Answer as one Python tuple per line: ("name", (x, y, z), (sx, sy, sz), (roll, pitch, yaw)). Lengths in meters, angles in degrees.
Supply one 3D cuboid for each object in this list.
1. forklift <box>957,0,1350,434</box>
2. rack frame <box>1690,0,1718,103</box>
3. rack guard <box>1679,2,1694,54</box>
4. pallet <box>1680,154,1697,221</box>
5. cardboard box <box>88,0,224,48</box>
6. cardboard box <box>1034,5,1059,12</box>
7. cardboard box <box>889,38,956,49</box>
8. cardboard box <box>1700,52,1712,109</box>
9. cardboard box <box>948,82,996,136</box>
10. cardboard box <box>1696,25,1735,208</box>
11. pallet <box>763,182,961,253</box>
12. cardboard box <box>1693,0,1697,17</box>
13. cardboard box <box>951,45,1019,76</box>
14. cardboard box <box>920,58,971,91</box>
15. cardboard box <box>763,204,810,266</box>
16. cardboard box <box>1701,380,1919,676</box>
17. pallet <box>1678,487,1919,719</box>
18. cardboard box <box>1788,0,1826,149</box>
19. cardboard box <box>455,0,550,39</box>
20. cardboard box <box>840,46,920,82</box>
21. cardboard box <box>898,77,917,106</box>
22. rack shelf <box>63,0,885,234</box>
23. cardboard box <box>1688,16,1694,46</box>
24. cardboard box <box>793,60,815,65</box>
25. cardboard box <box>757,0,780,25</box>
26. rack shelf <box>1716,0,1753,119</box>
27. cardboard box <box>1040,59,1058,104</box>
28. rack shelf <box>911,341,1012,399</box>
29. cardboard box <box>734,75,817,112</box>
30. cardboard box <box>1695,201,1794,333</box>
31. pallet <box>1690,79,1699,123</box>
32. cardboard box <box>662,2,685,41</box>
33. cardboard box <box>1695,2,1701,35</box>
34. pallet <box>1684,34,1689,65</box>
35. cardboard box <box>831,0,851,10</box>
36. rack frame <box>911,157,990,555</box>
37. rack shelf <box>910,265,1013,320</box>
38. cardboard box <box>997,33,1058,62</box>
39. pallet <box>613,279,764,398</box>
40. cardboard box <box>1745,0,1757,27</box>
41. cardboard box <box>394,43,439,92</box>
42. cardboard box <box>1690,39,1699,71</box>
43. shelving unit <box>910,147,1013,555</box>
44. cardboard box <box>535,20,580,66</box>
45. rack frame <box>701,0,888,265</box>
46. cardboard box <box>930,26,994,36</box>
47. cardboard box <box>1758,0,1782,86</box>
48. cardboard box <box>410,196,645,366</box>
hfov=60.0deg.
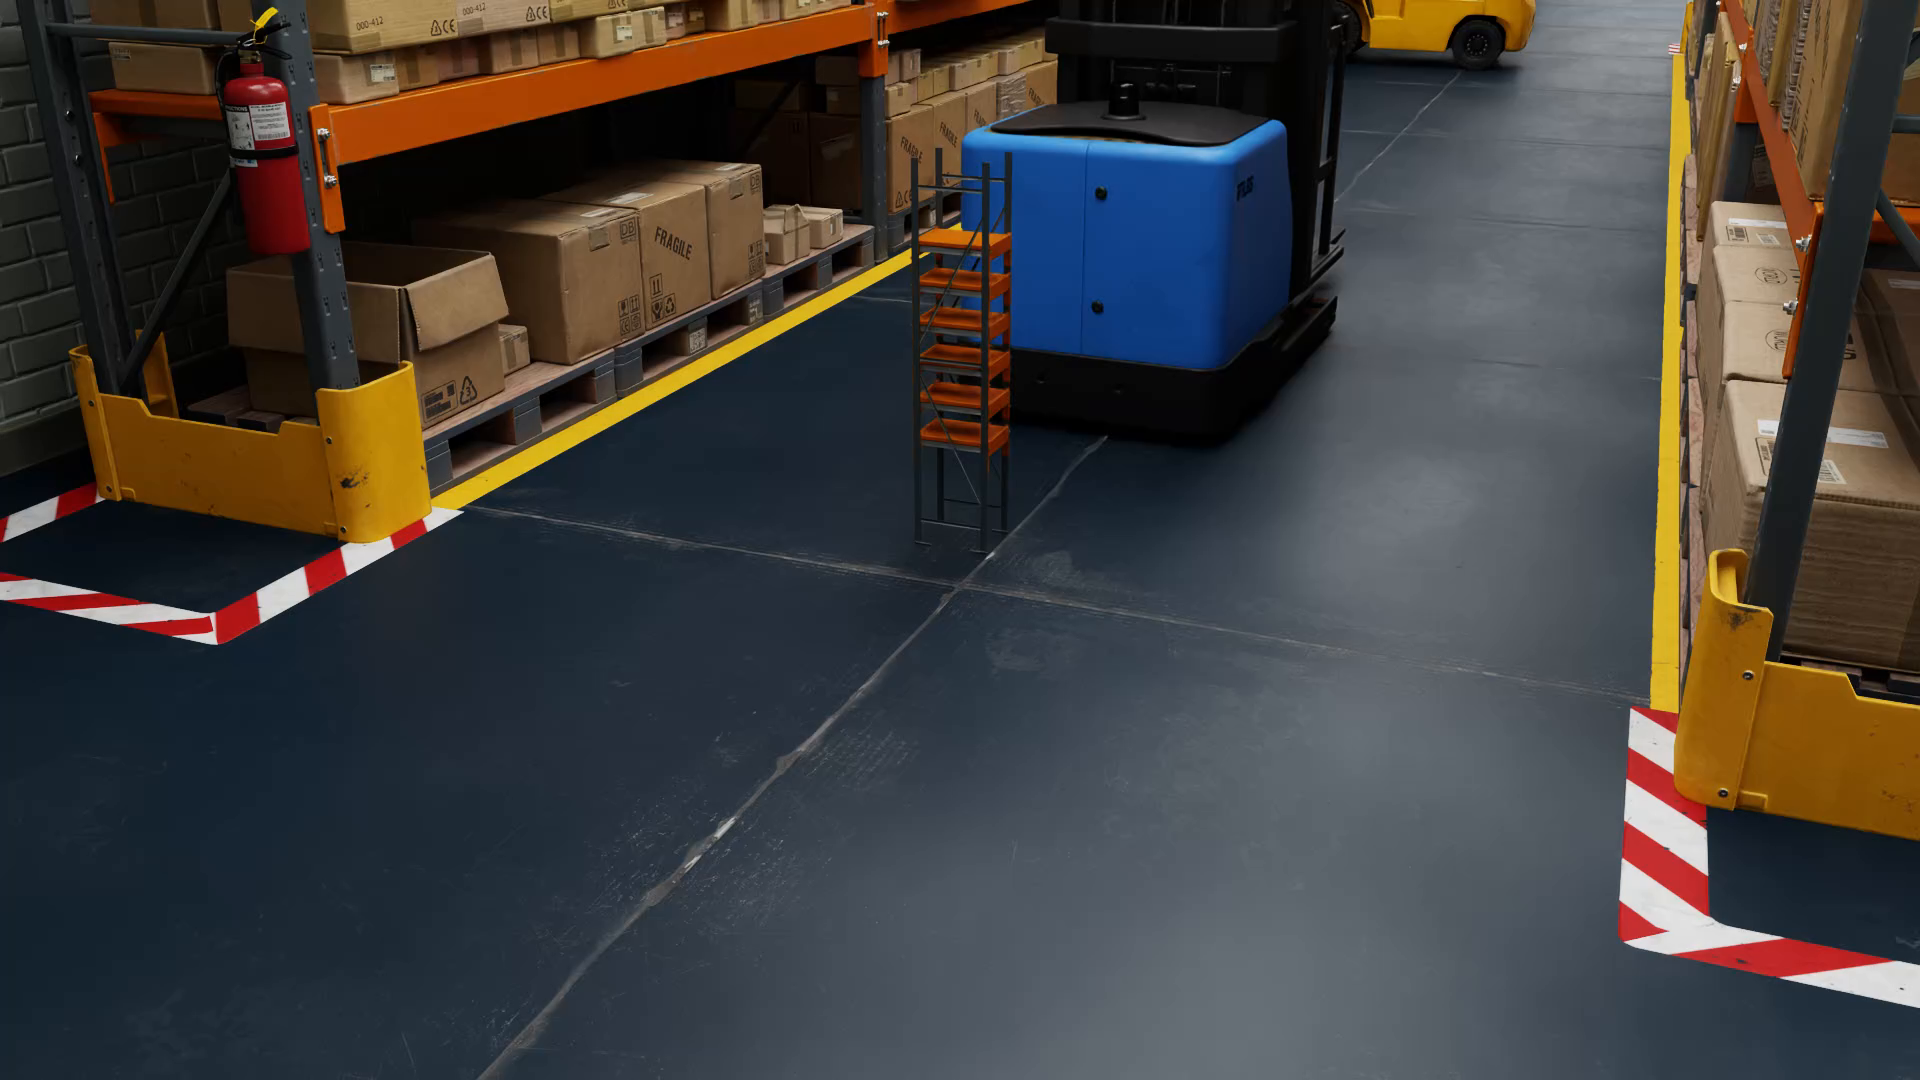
("forklift", (1.047, -2.267, 6.875), (1.130, 2.935, 3.031), (10, 25, 22))
("rack frame", (6.715, -5.068, 13.491), (1.000, 3.000, 0.127), (9, 24, 20))
("rack guard", (8.172, -5.319, 17.334), (1.175, 0.500, 0.348), (9, 24, 20))
("pallet", (4.866, -2.078, 9.952), (1.003, 0.211, 1.213), (9, 24, 20))
("cardboard box", (-2.428, -1.754, 5.365), (0.500, 0.250, 0.500), (10, 24, 22))
("cardboard box", (1.099, -3.900, 13.231), (0.875, 0.625, 0.625), (10, 25, 22))
("cardboard box", (-0.245, -3.167, 10.798), (0.380, 0.149, 0.250), (8, 24, 19))
("cardboard box", (6.002, -3.354, 12.253), (0.950, 0.372, 0.625), (10, 25, 22))
("cardboard box", (-0.100, -2.465, 9.959), (0.500, 0.500, 0.500), (8, 24, 18))
("cardboard box", (4.560, -2.296, 9.067), (0.875, 0.875, 0.875), (9, 24, 21))
("pallet", (-0.600, -1.924, 9.582), (1.003, 0.211, 1.213), (9, 24, 20))
("cardboard box", (7.446, -5.325, 16.156), (0.500, 0.500, 0.500), (8, 24, 18))
("cardboard box", (0.152, -3.002, 10.402), (0.380, 0.149, 0.250), (8, 24, 18))
("cardboard box", (-0.154, -2.732, 9.755), (0.380, 0.149, 0.250), (9, 24, 20))
("cardboard box", (-0.934, -1.477, 7.897), (0.396, 0.266, 0.258), (10, 25, 22))
("cardboard box", (2.410, -0.036, 4.223), (0.875, 0.438, 0.875), (8, 24, 18))
("pallet", (2.482, 0.216, 4.460), (1.003, 0.211, 1.213), (9, 24, 20))
("cardboard box", (2.391, -1.208, 4.120), (0.500, 0.500, 0.500), (8, 24, 19))
("cardboard box", (-1.747, -1.855, 5.608), (0.500, 0.250, 0.500), (9, 24, 21))
("cardboard box", (-0.435, -2.581, 9.009), (0.380, 0.149, 0.250), (8, 24, 17))
("cardboard box", (-0.455, -2.454, 9.091), (0.380, 0.149, 0.250), (8, 24, 19))
("rack shelf", (-1.610, -1.867, 6.760), (1.077, 0.370, 4.000), (9, 24, 20))
("cardboard box", (7.448, -4.994, 16.336), (0.500, 0.250, 0.500), (10, 25, 22))
("cardboard box", (-0.752, -2.705, 9.692), (0.380, 0.149, 0.250), (8, 24, 17))
("cardboard box", (-1.024, -2.365, 7.347), (0.380, 0.149, 0.250), (9, 24, 21))
("rack shelf", (4.486, -2.589, 8.489), (1.077, 0.370, 4.000), (9, 24, 20))
("cardboard box", (0.466, -3.026, 11.302), (0.500, 0.500, 0.500), (8, 24, 19))
("rack shelf", (0.005, -0.518, 5.048), (0.258, 0.103, 0.180), (9, 24, 20))
("cardboard box", (-0.998, -2.427, 9.025), (0.380, 0.149, 0.250), (8, 24, 18))
("cardboard box", (3.410, -1.007, 6.549), (0.875, 0.438, 0.875), (8, 24, 19))
("pallet", (6.427, -3.502, 13.361), (1.003, 0.211, 1.213), (9, 24, 20))
("cardboard box", (-1.340, -2.098, 6.708), (0.380, 0.149, 0.250), (9, 24, 20))
("cardboard box", (6.873, -4.771, 14.831), (0.500, 0.500, 0.500), (9, 24, 21))
("pallet", (7.838, -4.900, 16.706), (1.003, 0.211, 1.213), (9, 24, 20))
("cardboard box", (-0.751, -2.648, 8.024), (0.380, 0.149, 0.250), (9, 24, 21))
("rack frame", (-0.029, -0.526, 4.953), (0.240, 1.200, 0.006), (9, 24, 20))
("rack shelf", (0.005, -0.739, 4.956), (0.258, 0.103, 0.180), (9, 24, 20))
("cardboard box", (0.459, -3.282, 11.073), (0.380, 0.149, 0.250), (8, 24, 18))
("pallet", (-1.574, -0.944, 7.236), (1.003, 0.211, 1.213), (9, 24, 20))
("cardboard box", (3.676, -2.332, 7.137), (0.500, 0.250, 0.500), (8, 24, 19))
("cardboard box", (-1.924, -1.543, 5.378), (0.380, 0.149, 0.250), (9, 24, 21))
("cardboard box", (6.685, -4.243, 14.538), (0.500, 0.250, 0.500), (10, 25, 22))
("shelving unit", (0.005, -0.559, 5.031), (0.258, 1.200, 0.189), (9, 24, 20))
("cardboard box", (-1.615, -1.819, 6.040), (0.380, 0.149, 0.250), (9, 24, 21))
("rack frame", (-0.867, -2.914, 8.335), (1.000, 3.000, 0.127), (9, 24, 20))
("cardboard box", (0.012, -3.452, 11.480), (0.380, 0.149, 0.250), (10, 25, 22))
("cardboard box", (2.944, -1.764, 5.452), (0.500, 0.500, 0.500), (9, 24, 20))
("cardboard box", (-1.684, -1.029, 6.520), (0.700, 0.500, 0.500), (10, 25, 22))
